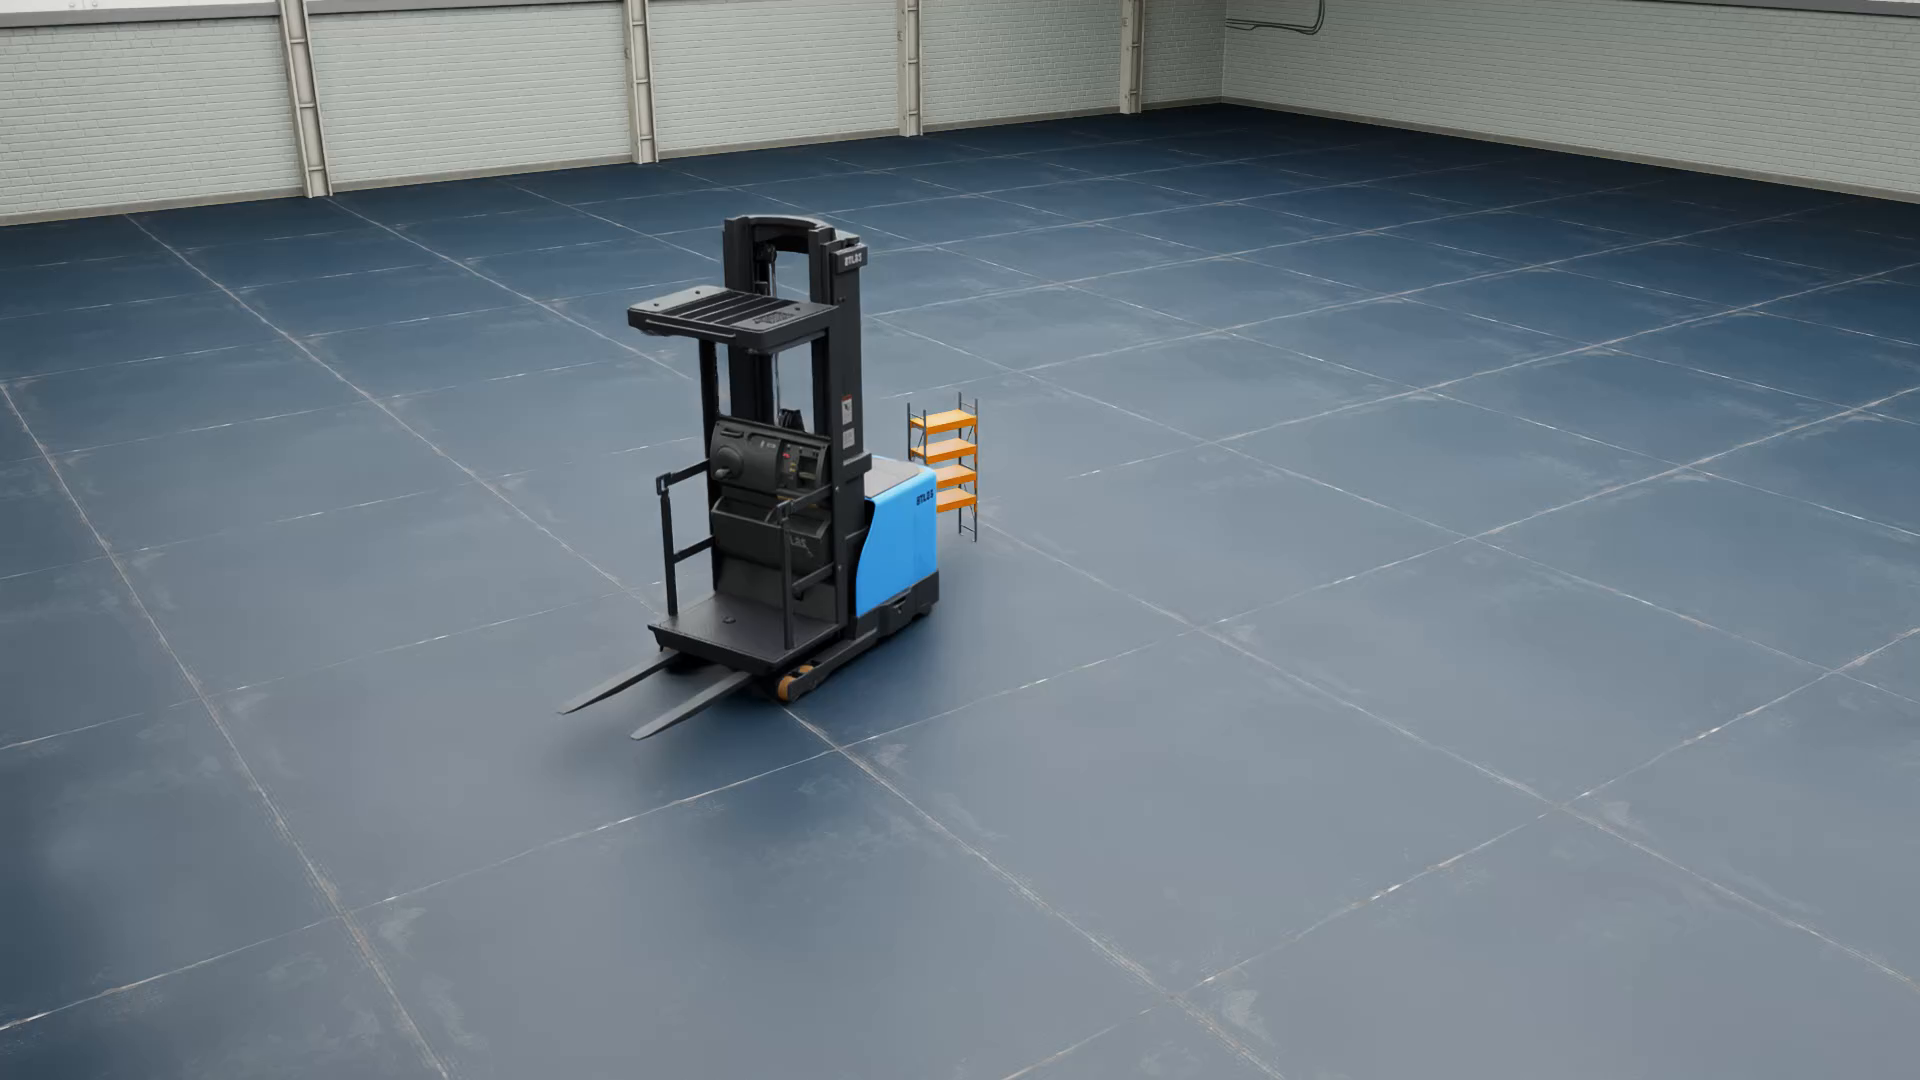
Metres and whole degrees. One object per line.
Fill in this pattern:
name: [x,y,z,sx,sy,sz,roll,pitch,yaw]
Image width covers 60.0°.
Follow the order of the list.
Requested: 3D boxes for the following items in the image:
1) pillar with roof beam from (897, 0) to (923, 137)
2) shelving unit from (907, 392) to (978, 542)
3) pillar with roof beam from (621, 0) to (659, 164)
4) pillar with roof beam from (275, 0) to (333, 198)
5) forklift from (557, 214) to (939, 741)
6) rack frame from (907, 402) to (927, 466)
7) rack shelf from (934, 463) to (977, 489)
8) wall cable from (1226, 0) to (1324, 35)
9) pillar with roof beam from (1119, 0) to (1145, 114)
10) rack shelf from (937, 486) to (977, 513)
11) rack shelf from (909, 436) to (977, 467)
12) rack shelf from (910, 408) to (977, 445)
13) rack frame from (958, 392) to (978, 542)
pillar with roof beam: [1.494,-11.263,29.479,0.400,9.000,9.100,-15,26,-33]
shelving unit: [-0.134,-0.521,13.084,0.503,1.200,0.258,-15,26,-33]
pillar with roof beam: [-3.376,-9.964,26.224,0.400,9.000,9.100,-15,26,-33]
pillar with roof beam: [-8.246,-8.665,22.970,0.400,9.000,9.100,-15,26,-33]
forklift: [-1.370,-0.511,10.722,1.130,2.935,3.031,13,25,30]
rack frame: [-0.332,-0.469,12.952,0.015,1.200,0.240,-15,26,-33]
rack shelf: [-0.134,-0.459,13.109,0.480,0.148,0.258,-15,26,-33]
wall cable: [7.014,-12.654,37.156,0.112,2.526,3.097,-15,26,-33]
pillar with roof beam: [6.365,-12.561,32.733,0.400,9.000,9.100,-15,26,-33]
rack shelf: [-0.134,-0.275,13.183,0.480,0.148,0.258,-15,26,-33]
rack shelf: [-0.134,-0.667,13.026,0.480,0.148,0.258,-15,26,-33]
rack shelf: [-0.134,-0.886,12.939,0.480,0.148,0.258,-15,26,-33]
rack frame: [0.064,-0.574,13.217,0.015,1.200,0.240,-15,26,-33]
